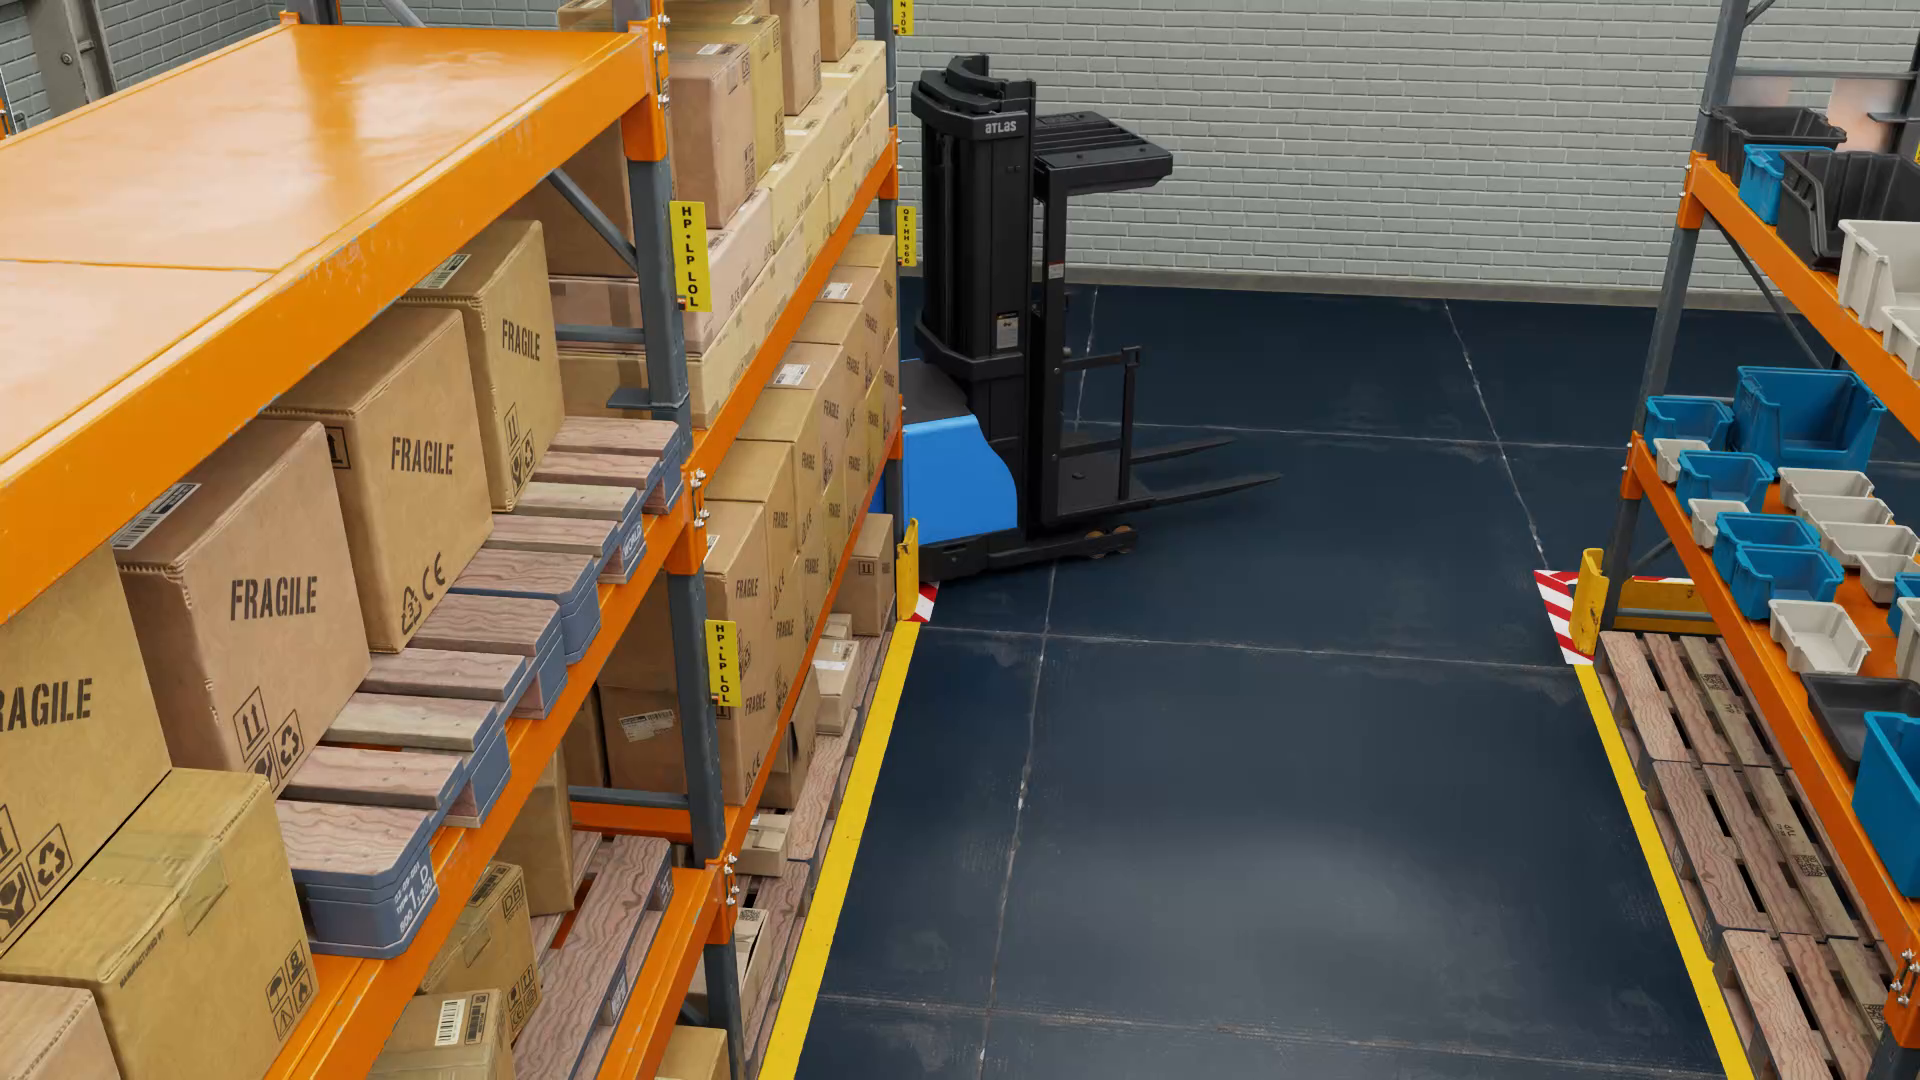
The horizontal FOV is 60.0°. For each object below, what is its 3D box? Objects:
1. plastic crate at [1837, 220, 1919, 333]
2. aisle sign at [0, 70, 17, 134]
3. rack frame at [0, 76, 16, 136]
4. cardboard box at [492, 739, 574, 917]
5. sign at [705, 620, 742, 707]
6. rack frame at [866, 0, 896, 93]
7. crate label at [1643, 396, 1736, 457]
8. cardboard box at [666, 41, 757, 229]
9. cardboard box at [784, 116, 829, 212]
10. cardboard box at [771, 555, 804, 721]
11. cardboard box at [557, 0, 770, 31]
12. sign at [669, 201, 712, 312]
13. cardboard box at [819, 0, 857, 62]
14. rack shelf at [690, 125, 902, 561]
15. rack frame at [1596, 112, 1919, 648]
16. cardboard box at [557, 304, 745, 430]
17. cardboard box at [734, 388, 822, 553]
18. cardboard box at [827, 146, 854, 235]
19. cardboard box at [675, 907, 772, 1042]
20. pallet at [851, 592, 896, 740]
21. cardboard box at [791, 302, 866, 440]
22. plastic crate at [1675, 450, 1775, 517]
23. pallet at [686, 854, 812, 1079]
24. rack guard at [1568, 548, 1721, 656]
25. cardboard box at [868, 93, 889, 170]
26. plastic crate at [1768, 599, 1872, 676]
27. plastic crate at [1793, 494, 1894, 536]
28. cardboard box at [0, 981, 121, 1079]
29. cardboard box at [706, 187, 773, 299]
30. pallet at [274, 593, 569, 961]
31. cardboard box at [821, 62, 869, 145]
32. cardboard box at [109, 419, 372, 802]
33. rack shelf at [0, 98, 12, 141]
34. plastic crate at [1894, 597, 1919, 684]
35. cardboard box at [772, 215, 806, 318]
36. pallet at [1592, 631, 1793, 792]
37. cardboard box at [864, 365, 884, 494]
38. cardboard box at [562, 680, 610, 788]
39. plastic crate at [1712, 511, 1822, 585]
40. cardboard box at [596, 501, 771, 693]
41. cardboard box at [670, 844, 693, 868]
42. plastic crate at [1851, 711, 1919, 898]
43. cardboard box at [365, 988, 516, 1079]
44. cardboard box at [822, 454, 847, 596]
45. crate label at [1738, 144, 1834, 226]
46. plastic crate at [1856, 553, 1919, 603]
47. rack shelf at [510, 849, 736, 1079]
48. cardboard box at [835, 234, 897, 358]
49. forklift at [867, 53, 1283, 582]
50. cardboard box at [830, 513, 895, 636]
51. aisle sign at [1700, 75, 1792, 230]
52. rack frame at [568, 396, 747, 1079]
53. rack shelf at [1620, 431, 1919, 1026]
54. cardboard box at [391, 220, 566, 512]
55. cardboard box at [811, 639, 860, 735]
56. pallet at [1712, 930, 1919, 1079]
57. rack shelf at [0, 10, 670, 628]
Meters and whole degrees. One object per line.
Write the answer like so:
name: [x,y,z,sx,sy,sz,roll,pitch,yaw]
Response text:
plastic crate: [3.507,-0.954,6.112,0.437,0.282,0.530,3,28,6]
aisle sign: [-5.441,-2.447,9.181,0.394,0.787,0.004,3,28,6]
rack frame: [-5.747,-1.287,9.768,1.000,3.000,0.127,3,28,6]
cardboard box: [-1.601,0.864,5.228,0.700,0.500,0.500,-6,29,-11]
sign: [-0.769,0.403,5.410,0.100,0.325,0.005,3,28,6]
rack frame: [-0.831,-3.642,7.814,1.000,3.000,0.127,3,28,6]
crate label: [3.728,-0.566,8.544,0.416,0.233,0.303,3,28,6]
cardboard box: [-1.097,-1.381,5.620,0.700,0.500,0.500,3,28,6]
cardboard box: [-0.821,-1.512,6.655,0.500,0.250,0.500,3,28,6]
cardboard box: [-0.928,0.373,6.581,0.500,0.500,0.500,4,29,7]
cardboard box: [-1.131,-1.860,6.511,0.700,0.500,0.500,3,28,6]
sign: [-0.769,-0.809,4.757,0.100,0.325,0.005,3,28,6]
cardboard box: [-0.877,-2.562,7.814,0.700,0.500,0.500,3,28,6]
rack shelf: [-1.076,-1.063,6.948,1.077,0.370,4.000,3,28,6]
rack frame: [4.085,-0.711,8.699,1.000,3.000,0.127,3,28,6]
cardboard box: [-1.015,-0.587,5.464,0.500,0.250,0.500,3,28,6]
cardboard box: [-0.857,-0.292,6.762,0.500,0.500,0.500,3,28,5]
cardboard box: [-0.752,-1.527,7.209,0.500,0.250,0.500,3,28,6]
cardboard box: [-1.055,1.687,6.618,0.500,0.311,0.500,3,28,6]
pallet: [-0.937,0.638,9.135,1.003,0.211,1.213,3,28,6]
cardboard box: [-0.732,-0.777,7.662,0.500,0.500,0.500,4,29,8]
plastic crate: [3.647,-0.257,7.969,0.416,0.233,0.300,3,28,6]
pallet: [-1.236,1.787,7.003,1.003,0.211,1.213,3,28,6]
rack guard: [4.075,0.378,9.314,1.175,0.500,0.348,3,28,6]
cardboard box: [-0.632,-1.998,8.083,0.500,0.250,0.500,3,28,6]
plastic crate: [3.510,0.425,6.806,0.293,0.136,0.466,3,28,6]
plastic crate: [4.115,-0.091,7.763,0.396,0.136,0.243,3,28,6]
cardboard box: [-1.728,0.953,2.342,0.910,0.500,0.500,3,28,6]
cardboard box: [-0.955,-1.042,5.782,0.500,0.250,0.500,3,28,6]
pallet: [-1.594,0.436,3.606,1.213,0.211,1.003,3,28,6]
cardboard box: [-0.701,-1.983,7.529,0.500,0.250,0.500,3,28,6]
cardboard box: [-1.616,0.150,3.285,0.600,0.600,0.600,2,28,4]
rack shelf: [-5.992,-1.349,7.479,1.077,0.370,4.000,3,28,6]
plastic crate: [3.965,0.490,6.532,0.437,0.282,0.530,3,28,6]
cardboard box: [-0.888,-1.057,6.337,0.500,0.250,0.500,3,28,6]
pallet: [3.945,0.903,8.644,1.003,0.211,1.213,3,28,6]
cardboard box: [-0.675,-0.573,8.338,0.500,0.500,0.500,4,29,7]
cardboard box: [-1.514,0.588,6.182,0.500,0.500,0.500,4,29,7]
plastic crate: [3.567,0.053,7.394,0.416,0.233,0.300,3,28,6]
cardboard box: [-0.984,0.193,5.862,0.500,0.500,0.500,4,29,8]
cardboard box: [-1.440,1.235,7.459,0.500,0.311,0.500,3,28,6]
plastic crate: [3.314,0.913,5.638,0.392,0.384,0.575,3,28,6]
cardboard box: [-1.476,1.489,4.068,0.700,0.500,0.500,-4,29,-7]
cardboard box: [-0.804,-0.102,7.463,0.500,0.500,0.500,3,28,5]
crate label: [3.651,-1.550,7.251,0.408,0.251,0.502,3,28,6]
plastic crate: [4.087,0.182,7.257,0.298,0.136,0.250,3,28,6]
rack shelf: [-1.566,2.141,4.165,1.077,0.370,4.000,3,28,6]
cardboard box: [-0.612,-1.259,8.557,0.500,0.500,0.500,3,28,6]
forklift: [0.581,-1.398,10.046,3.031,2.935,1.130,-10,30,-19]
cardboard box: [-0.653,0.177,9.223,0.500,0.500,0.500,3,28,6]
aisle sign: [3.799,-1.906,8.177,0.394,0.787,0.004,3,28,6]
rack frame: [-1.321,0.882,5.742,1.000,3.000,0.127,3,28,6]
rack shelf: [3.840,0.547,7.122,1.077,0.370,4.000,3,28,6]
cardboard box: [-1.455,-0.478,4.451,0.600,0.600,0.600,1,28,1]
cardboard box: [-0.799,0.732,8.456,0.500,0.250,0.500,3,28,6]
pallet: [3.647,2.051,6.512,1.003,0.211,1.213,3,28,6]
rack shelf: [-1.566,-0.324,2.837,1.077,0.370,4.000,3,28,6]
